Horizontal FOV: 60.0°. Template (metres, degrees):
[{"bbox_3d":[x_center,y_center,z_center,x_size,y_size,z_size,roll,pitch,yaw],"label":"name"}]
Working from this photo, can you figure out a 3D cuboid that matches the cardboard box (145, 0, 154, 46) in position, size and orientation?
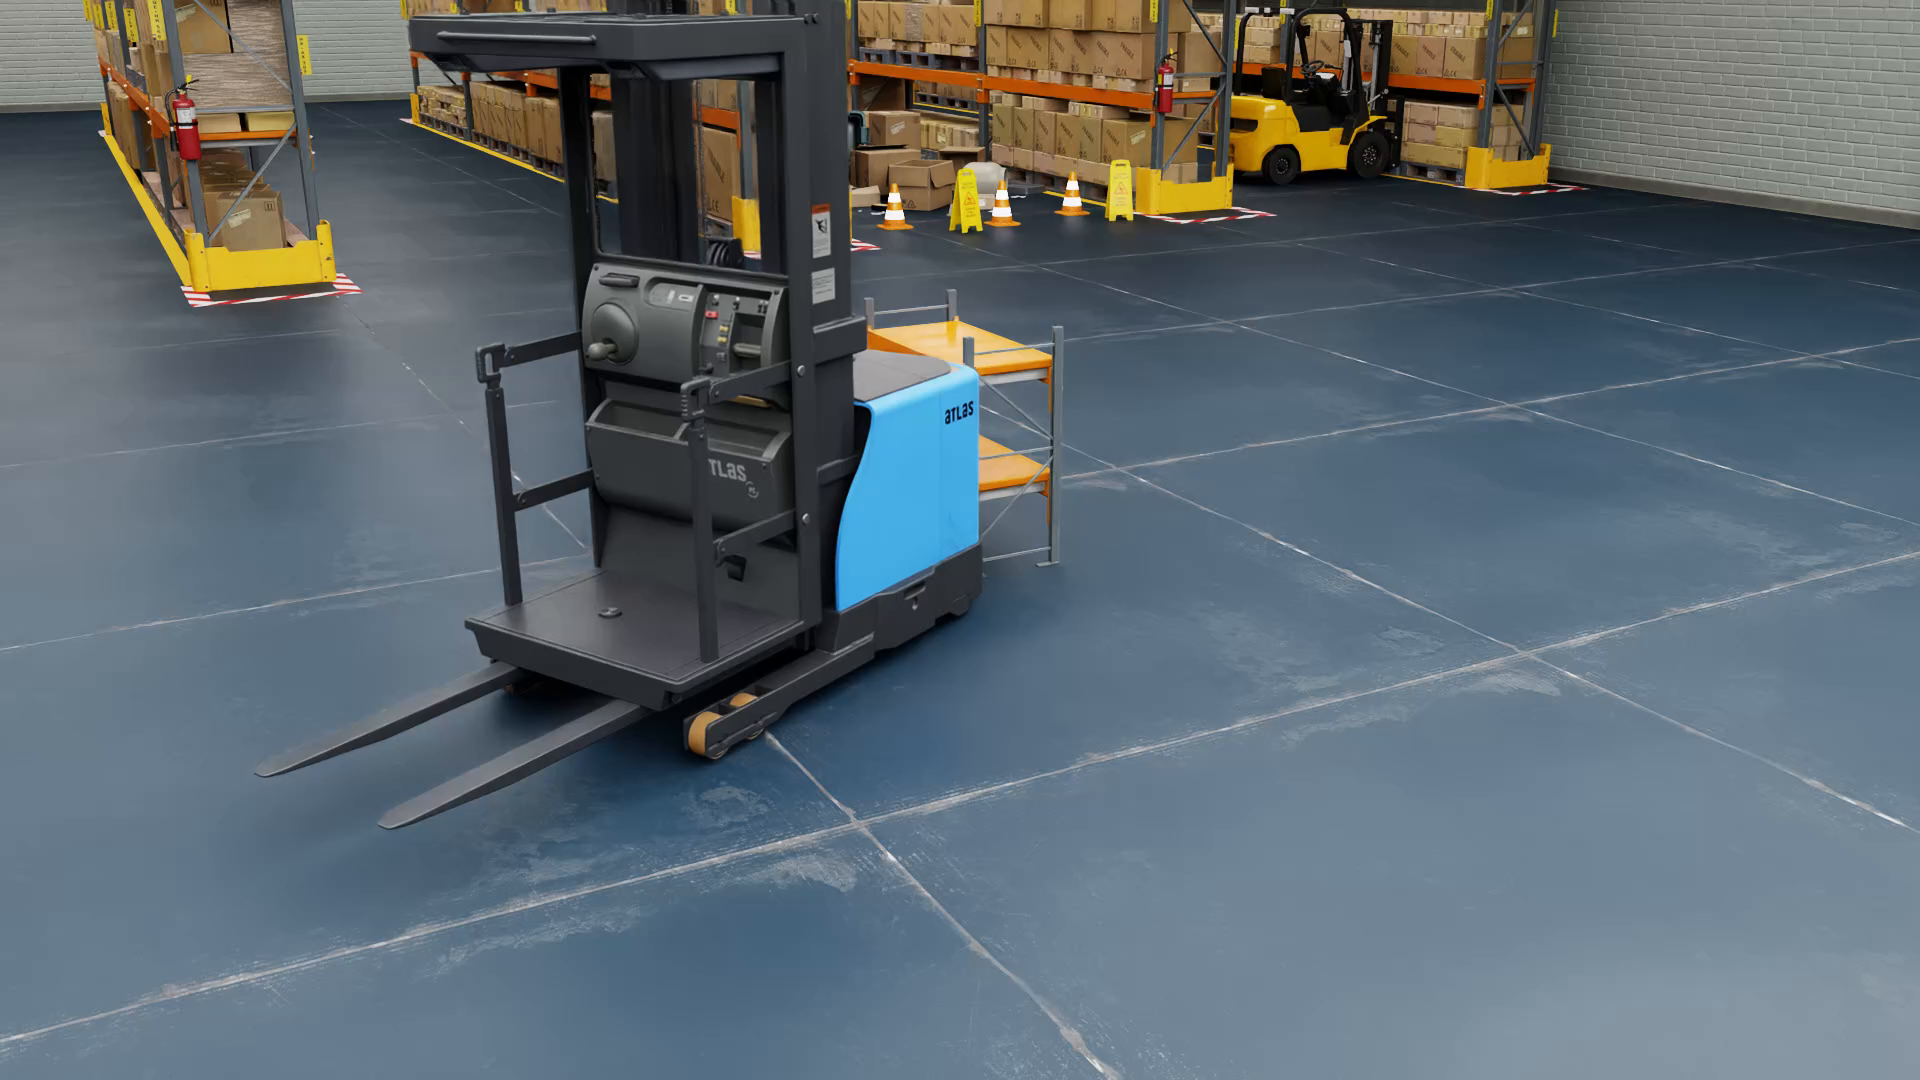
[{"bbox_3d":[-7.294,-4.876,15.521,0.500,0.500,0.500,-10,21,-27],"label":"cardboard box"}]

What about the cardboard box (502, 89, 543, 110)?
[{"bbox_3d":[-6.298,-6.370,24.033,0.500,0.250,0.500,-10,21,-26],"label":"cardboard box"}]

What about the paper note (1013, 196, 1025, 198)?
[{"bbox_3d":[0.708,-4.168,20.165,0.148,0.019,0.142,16,25,39],"label":"paper note"}]

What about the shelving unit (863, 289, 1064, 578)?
[{"bbox_3d":[-0.003,-0.534,7.954,0.538,1.125,1.048,-10,21,-27],"label":"shelving unit"}]

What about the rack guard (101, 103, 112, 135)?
[{"bbox_3d":[-13.717,-7.083,27.891,1.175,0.500,0.348,-10,21,-27],"label":"rack guard"}]

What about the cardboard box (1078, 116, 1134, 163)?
[{"bbox_3d":[1.753,-4.791,19.840,0.500,0.500,0.500,-9,21,-25],"label":"cardboard box"}]

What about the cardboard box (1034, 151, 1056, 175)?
[{"bbox_3d":[1.275,-4.732,20.817,0.500,0.250,0.500,-10,22,-27],"label":"cardboard box"}]

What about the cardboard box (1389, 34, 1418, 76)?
[{"bbox_3d":[6.034,-6.415,21.969,0.500,0.500,0.500,-10,22,-28],"label":"cardboard box"}]

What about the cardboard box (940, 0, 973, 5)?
[{"bbox_3d":[-0.042,-7.334,22.539,0.380,0.149,0.250,-11,22,-28],"label":"cardboard box"}]

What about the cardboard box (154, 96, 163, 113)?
[{"bbox_3d":[-7.710,-4.296,16.367,0.380,0.149,0.250,-10,21,-27],"label":"cardboard box"}]

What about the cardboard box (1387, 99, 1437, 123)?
[{"bbox_3d":[5.991,-5.713,22.129,0.500,0.250,0.500,-10,21,-26],"label":"cardboard box"}]

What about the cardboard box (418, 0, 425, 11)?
[{"bbox_3d":[-8.840,-9.191,28.025,0.500,0.500,0.500,-11,22,-28],"label":"cardboard box"}]

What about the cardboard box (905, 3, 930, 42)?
[{"bbox_3d":[-0.433,-7.273,23.356,0.500,0.500,0.500,-11,22,-29],"label":"cardboard box"}]

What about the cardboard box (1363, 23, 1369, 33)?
[{"bbox_3d":[5.583,-6.967,22.576,0.380,0.149,0.250,-11,22,-28],"label":"cardboard box"}]

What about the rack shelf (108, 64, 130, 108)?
[{"bbox_3d":[-10.856,-6.195,22.589,1.077,0.370,4.000,-10,21,-27],"label":"rack shelf"}]

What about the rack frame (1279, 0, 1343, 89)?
[{"bbox_3d":[5.081,-7.117,24.159,1.000,3.000,0.127,-10,21,-27],"label":"rack frame"}]

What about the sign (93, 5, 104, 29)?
[{"bbox_3d":[-12.294,-7.469,23.731,0.100,0.325,0.005,-10,21,-27],"label":"sign"}]

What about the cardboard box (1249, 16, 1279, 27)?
[{"bbox_3d":[4.515,-7.685,24.656,0.380,0.149,0.250,-10,21,-27],"label":"cardboard box"}]

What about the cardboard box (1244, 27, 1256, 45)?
[{"bbox_3d":[4.372,-7.531,24.821,0.500,0.250,0.500,-11,22,-28],"label":"cardboard box"}]

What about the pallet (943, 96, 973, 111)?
[{"bbox_3d":[0.373,-8.644,32.858,1.003,0.211,1.213,-10,21,-27],"label":"pallet"}]

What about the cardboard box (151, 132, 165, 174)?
[{"bbox_3d":[-9.571,-4.798,20.595,0.700,0.500,0.500,-11,22,-30],"label":"cardboard box"}]

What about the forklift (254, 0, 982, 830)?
[{"bbox_3d":[-1.139,-0.785,5.914,1.130,2.935,3.031,12,23,32],"label":"forklift"}]

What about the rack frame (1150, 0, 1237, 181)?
[{"bbox_3d":[2.614,-5.199,18.600,1.000,3.000,0.127,-10,21,-27],"label":"rack frame"}]

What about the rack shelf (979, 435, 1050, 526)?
[{"bbox_3d":[-0.003,-0.303,8.033,0.538,0.278,1.000,-10,21,-27],"label":"rack shelf"}]

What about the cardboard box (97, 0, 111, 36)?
[{"bbox_3d":[-12.260,-7.624,24.251,0.500,0.500,0.500,-9,21,-25],"label":"cardboard box"}]

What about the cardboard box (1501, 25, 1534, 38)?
[{"bbox_3d":[7.048,-6.461,21.108,0.380,0.149,0.250,-11,22,-28],"label":"cardboard box"}]

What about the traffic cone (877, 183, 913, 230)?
[{"bbox_3d":[-0.697,-3.577,17.787,0.336,0.463,0.334,-10,21,-27],"label":"traffic cone"}]

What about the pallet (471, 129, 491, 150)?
[{"bbox_3d":[-7.022,-6.307,26.085,1.003,0.211,1.213,-10,21,-27],"label":"pallet"}]

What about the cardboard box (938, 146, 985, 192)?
[{"bbox_3d":[0.026,-4.649,20.833,0.500,0.500,0.500,4,19,11],"label":"cardboard box"}]

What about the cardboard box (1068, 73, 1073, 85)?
[{"bbox_3d":[1.539,-5.597,20.137,0.380,0.149,0.250,-10,21,-27],"label":"cardboard box"}]

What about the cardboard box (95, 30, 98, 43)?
[{"bbox_3d":[-13.462,-7.999,26.489,0.500,0.250,0.500,-10,22,-27],"label":"cardboard box"}]

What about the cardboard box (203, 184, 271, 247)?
[{"bbox_3d":[-6.703,-3.029,15.500,0.500,0.500,0.500,-4,20,-12],"label":"cardboard box"}]

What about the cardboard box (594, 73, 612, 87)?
[{"bbox_3d":[-4.077,-5.707,19.920,0.500,0.500,0.500,-10,21,-27],"label":"cardboard box"}]

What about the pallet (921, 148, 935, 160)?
[{"bbox_3d":[-0.240,-5.603,24.046,1.003,0.211,1.213,-10,21,-27],"label":"pallet"}]

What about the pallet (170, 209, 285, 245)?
[{"bbox_3d":[-7.657,-3.307,17.392,1.003,0.211,1.213,-10,21,-27],"label":"pallet"}]

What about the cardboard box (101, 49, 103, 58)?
[{"bbox_3d":[-13.096,-7.544,25.781,0.380,0.149,0.250,-11,22,-28],"label":"cardboard box"}]

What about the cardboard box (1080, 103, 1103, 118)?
[{"bbox_3d":[1.654,-5.116,19.788,0.380,0.149,0.250,-10,21,-26],"label":"cardboard box"}]

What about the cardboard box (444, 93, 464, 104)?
[{"bbox_3d":[-8.336,-7.330,27.590,0.380,0.149,0.250,-11,22,-29],"label":"cardboard box"}]

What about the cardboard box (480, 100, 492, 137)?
[{"bbox_3d":[-7.023,-6.460,25.444,0.500,0.500,0.500,-9,21,-24],"label":"cardboard box"}]

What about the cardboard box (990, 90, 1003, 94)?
[{"bbox_3d":[0.589,-8.537,31.821,0.396,0.266,0.258,-9,21,-25],"label":"cardboard box"}]

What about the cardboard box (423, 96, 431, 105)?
[{"bbox_3d":[-9.189,-7.711,29.149,0.380,0.149,0.250,-10,21,-27],"label":"cardboard box"}]

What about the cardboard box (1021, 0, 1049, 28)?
[{"bbox_3d":[1.170,-6.550,20.372,0.700,0.500,0.500,-11,22,-28],"label":"cardboard box"}]

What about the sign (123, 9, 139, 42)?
[{"bbox_3d":[-8.494,-5.273,17.039,0.100,0.325,0.005,-10,21,-27],"label":"sign"}]

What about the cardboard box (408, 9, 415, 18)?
[{"bbox_3d":[-9.322,-9.013,29.043,0.500,0.500,0.500,-9,21,-24],"label":"cardboard box"}]

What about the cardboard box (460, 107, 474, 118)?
[{"bbox_3d":[-7.822,-6.881,26.745,0.380,0.149,0.250,-10,21,-26],"label":"cardboard box"}]

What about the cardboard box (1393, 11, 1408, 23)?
[{"bbox_3d":[5.931,-6.885,21.881,0.380,0.149,0.250,-10,21,-26],"label":"cardboard box"}]

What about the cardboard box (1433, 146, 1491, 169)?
[{"bbox_3d":[6.479,-4.954,21.461,0.500,0.250,0.500,-10,21,-26],"label":"cardboard box"}]

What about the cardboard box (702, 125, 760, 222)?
[{"bbox_3d":[-2.075,-3.782,17.107,0.875,0.875,0.875,-10,21,-26],"label":"cardboard box"}]

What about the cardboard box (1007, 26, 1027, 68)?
[{"bbox_3d":[0.937,-6.225,20.965,0.500,0.500,0.500,-10,21,-27],"label":"cardboard box"}]

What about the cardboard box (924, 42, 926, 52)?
[{"bbox_3d":[-0.279,-6.919,23.325,0.380,0.149,0.250,-11,22,-29],"label":"cardboard box"}]
